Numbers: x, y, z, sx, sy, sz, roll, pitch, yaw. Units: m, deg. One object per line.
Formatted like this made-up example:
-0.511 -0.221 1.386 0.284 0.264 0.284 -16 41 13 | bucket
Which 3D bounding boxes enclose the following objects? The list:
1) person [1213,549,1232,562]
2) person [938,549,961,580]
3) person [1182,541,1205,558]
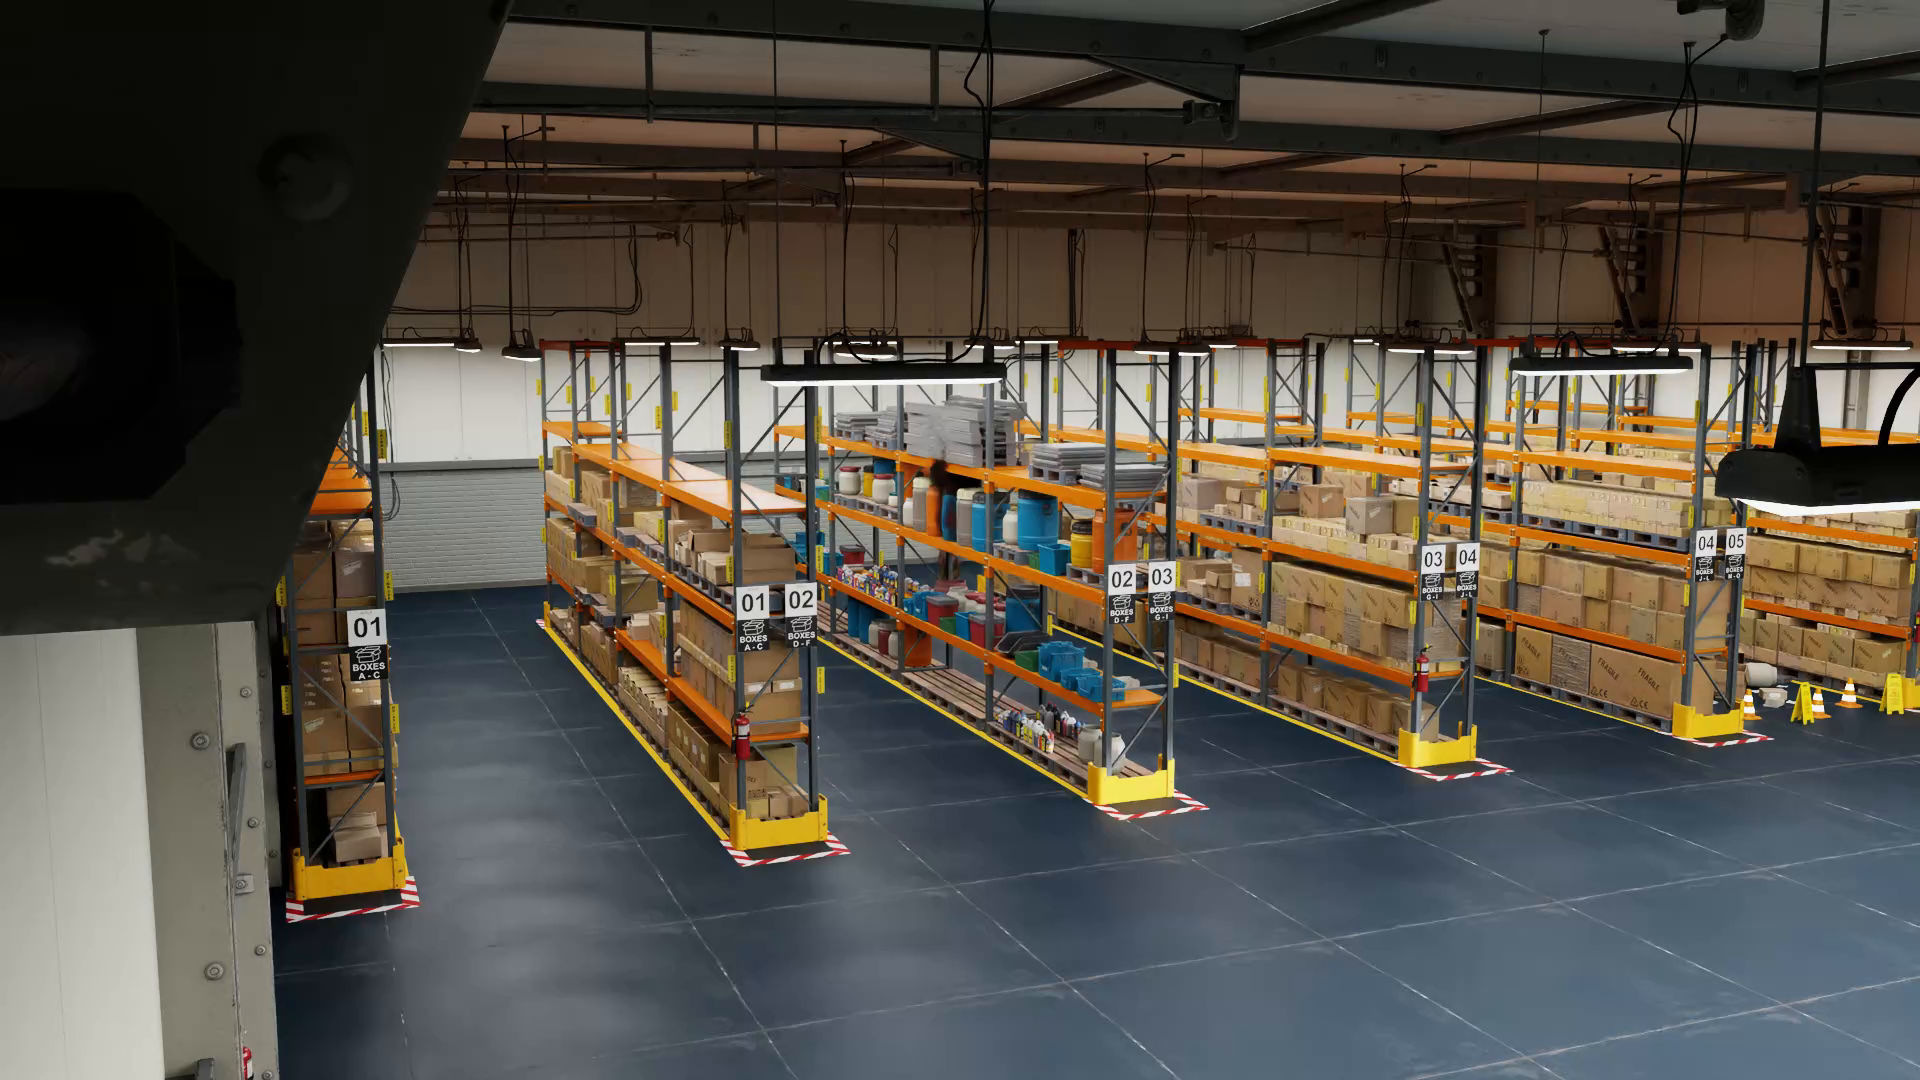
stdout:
6.628 0.102 41.437 0.801 1.724 0.687 0 7 -2 | person
-0.304 0.416 38.881 0.666 1.806 0.701 7 10 42 | person
6.036 -0.107 42.874 0.835 1.732 0.668 -6 9 -37 | person
